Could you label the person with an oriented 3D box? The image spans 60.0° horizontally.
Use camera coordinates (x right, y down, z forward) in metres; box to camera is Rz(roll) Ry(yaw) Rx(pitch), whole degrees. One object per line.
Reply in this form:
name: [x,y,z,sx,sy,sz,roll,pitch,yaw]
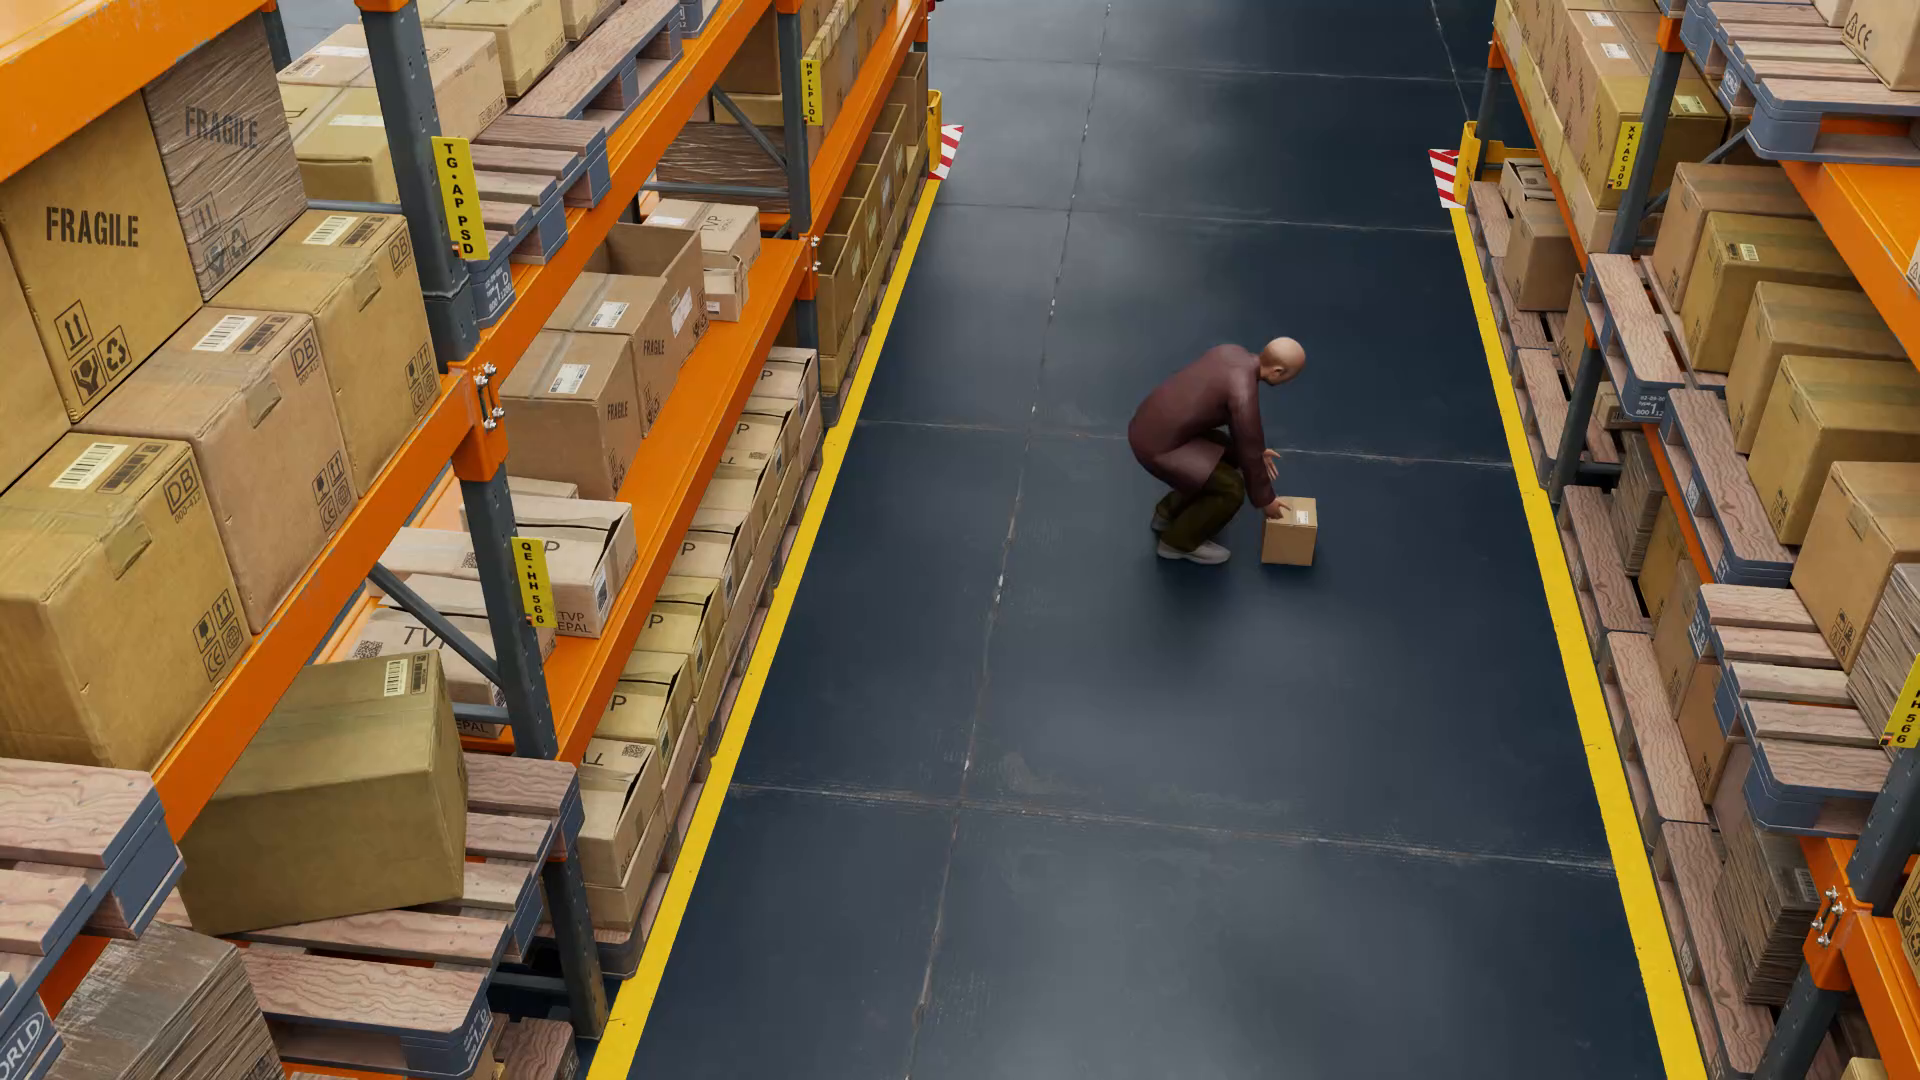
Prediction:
person: [1.241,-0.476,8.238,0.830,1.174,0.622,4,36,6]
